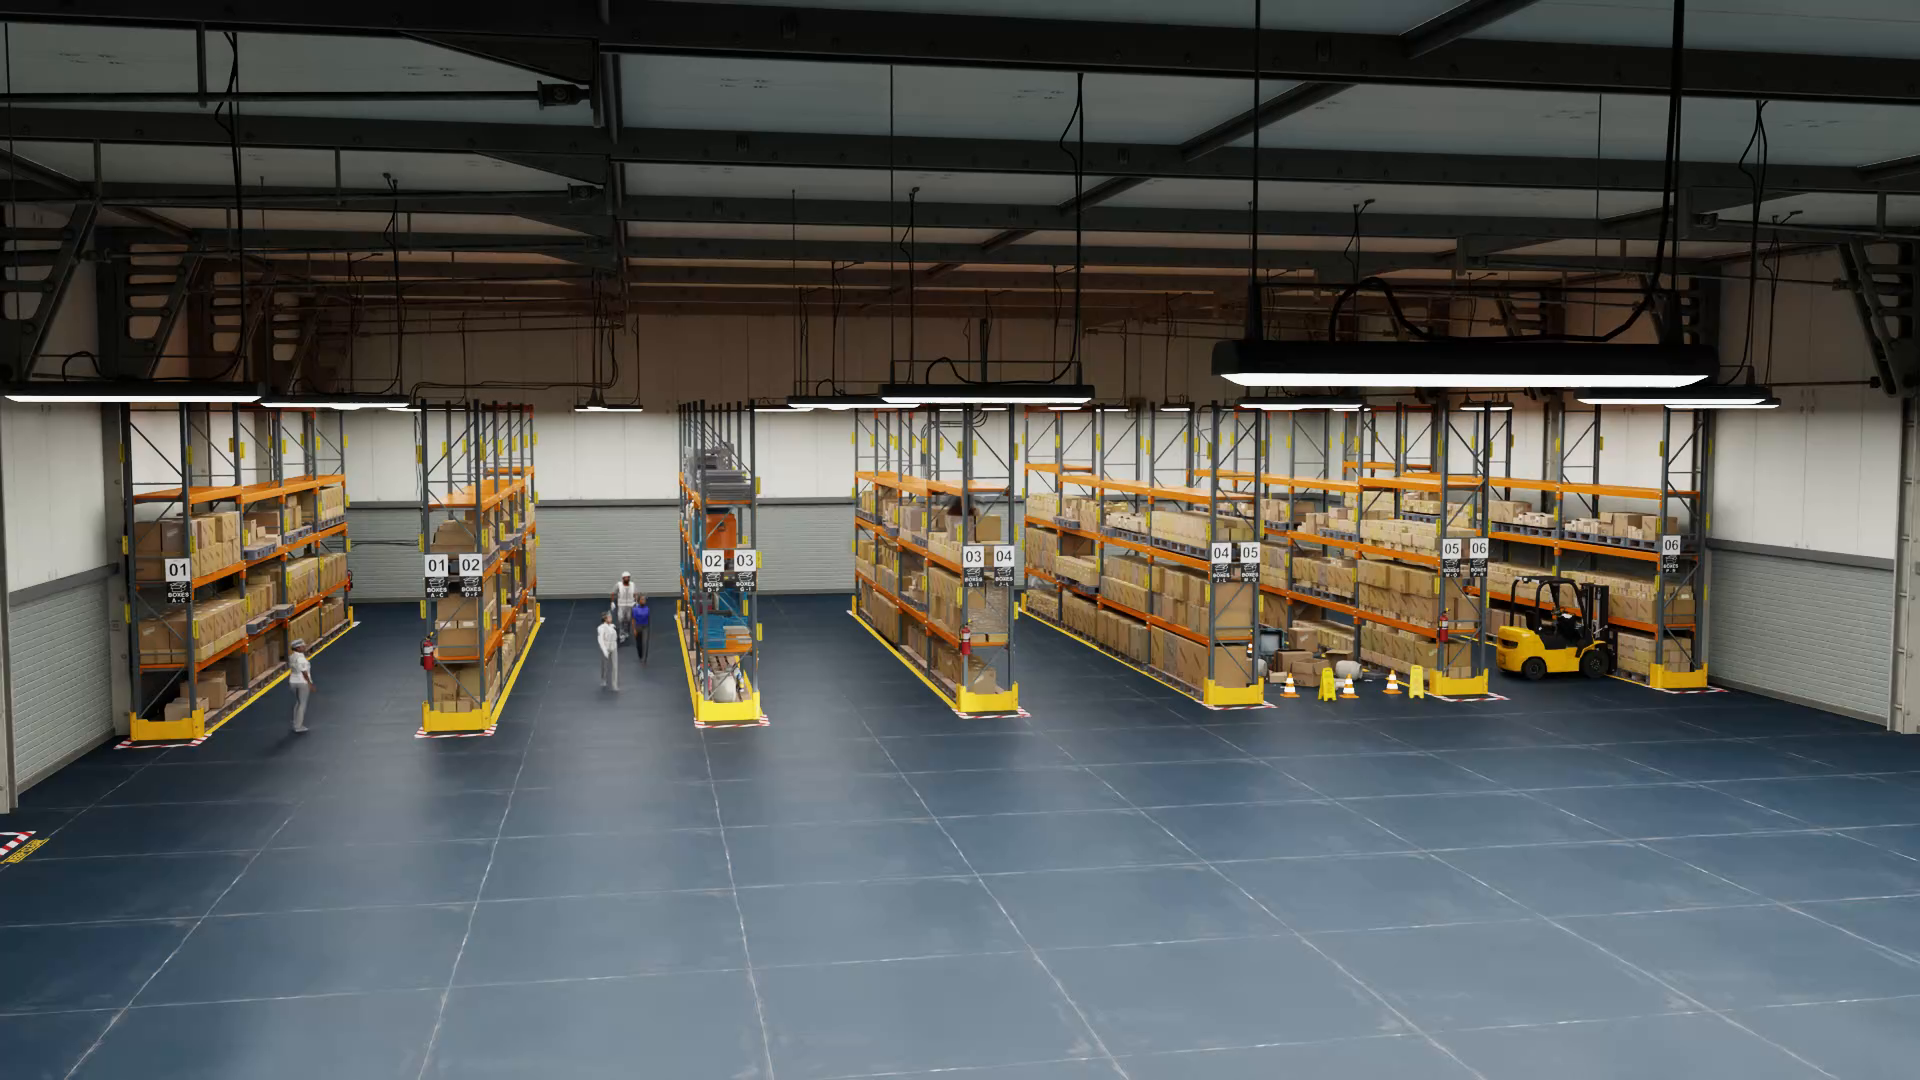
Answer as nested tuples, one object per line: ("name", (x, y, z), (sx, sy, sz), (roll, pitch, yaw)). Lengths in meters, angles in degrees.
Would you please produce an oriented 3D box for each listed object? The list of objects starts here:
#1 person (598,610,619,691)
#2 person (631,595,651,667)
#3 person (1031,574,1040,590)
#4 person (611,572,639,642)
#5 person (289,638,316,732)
("person", (-7.309, 2.286, 34.577), (0.434, 1.644, 0.980), (-1, 5, -17))
("person", (-7.267, 2.057, 37.896), (0.408, 1.603, 0.996), (0, 4, 1))
("person", (2.254, 1.048, 50.193), (0.556, 1.801, 0.519), (-3, 5, -32))
("person", (-8.499, 1.703, 42.221), (0.706, 1.808, 0.878), (-1, 4, -13))
("person", (-11.876, 2.630, 29.987), (0.486, 1.738, 0.463), (1, 5, 18))
